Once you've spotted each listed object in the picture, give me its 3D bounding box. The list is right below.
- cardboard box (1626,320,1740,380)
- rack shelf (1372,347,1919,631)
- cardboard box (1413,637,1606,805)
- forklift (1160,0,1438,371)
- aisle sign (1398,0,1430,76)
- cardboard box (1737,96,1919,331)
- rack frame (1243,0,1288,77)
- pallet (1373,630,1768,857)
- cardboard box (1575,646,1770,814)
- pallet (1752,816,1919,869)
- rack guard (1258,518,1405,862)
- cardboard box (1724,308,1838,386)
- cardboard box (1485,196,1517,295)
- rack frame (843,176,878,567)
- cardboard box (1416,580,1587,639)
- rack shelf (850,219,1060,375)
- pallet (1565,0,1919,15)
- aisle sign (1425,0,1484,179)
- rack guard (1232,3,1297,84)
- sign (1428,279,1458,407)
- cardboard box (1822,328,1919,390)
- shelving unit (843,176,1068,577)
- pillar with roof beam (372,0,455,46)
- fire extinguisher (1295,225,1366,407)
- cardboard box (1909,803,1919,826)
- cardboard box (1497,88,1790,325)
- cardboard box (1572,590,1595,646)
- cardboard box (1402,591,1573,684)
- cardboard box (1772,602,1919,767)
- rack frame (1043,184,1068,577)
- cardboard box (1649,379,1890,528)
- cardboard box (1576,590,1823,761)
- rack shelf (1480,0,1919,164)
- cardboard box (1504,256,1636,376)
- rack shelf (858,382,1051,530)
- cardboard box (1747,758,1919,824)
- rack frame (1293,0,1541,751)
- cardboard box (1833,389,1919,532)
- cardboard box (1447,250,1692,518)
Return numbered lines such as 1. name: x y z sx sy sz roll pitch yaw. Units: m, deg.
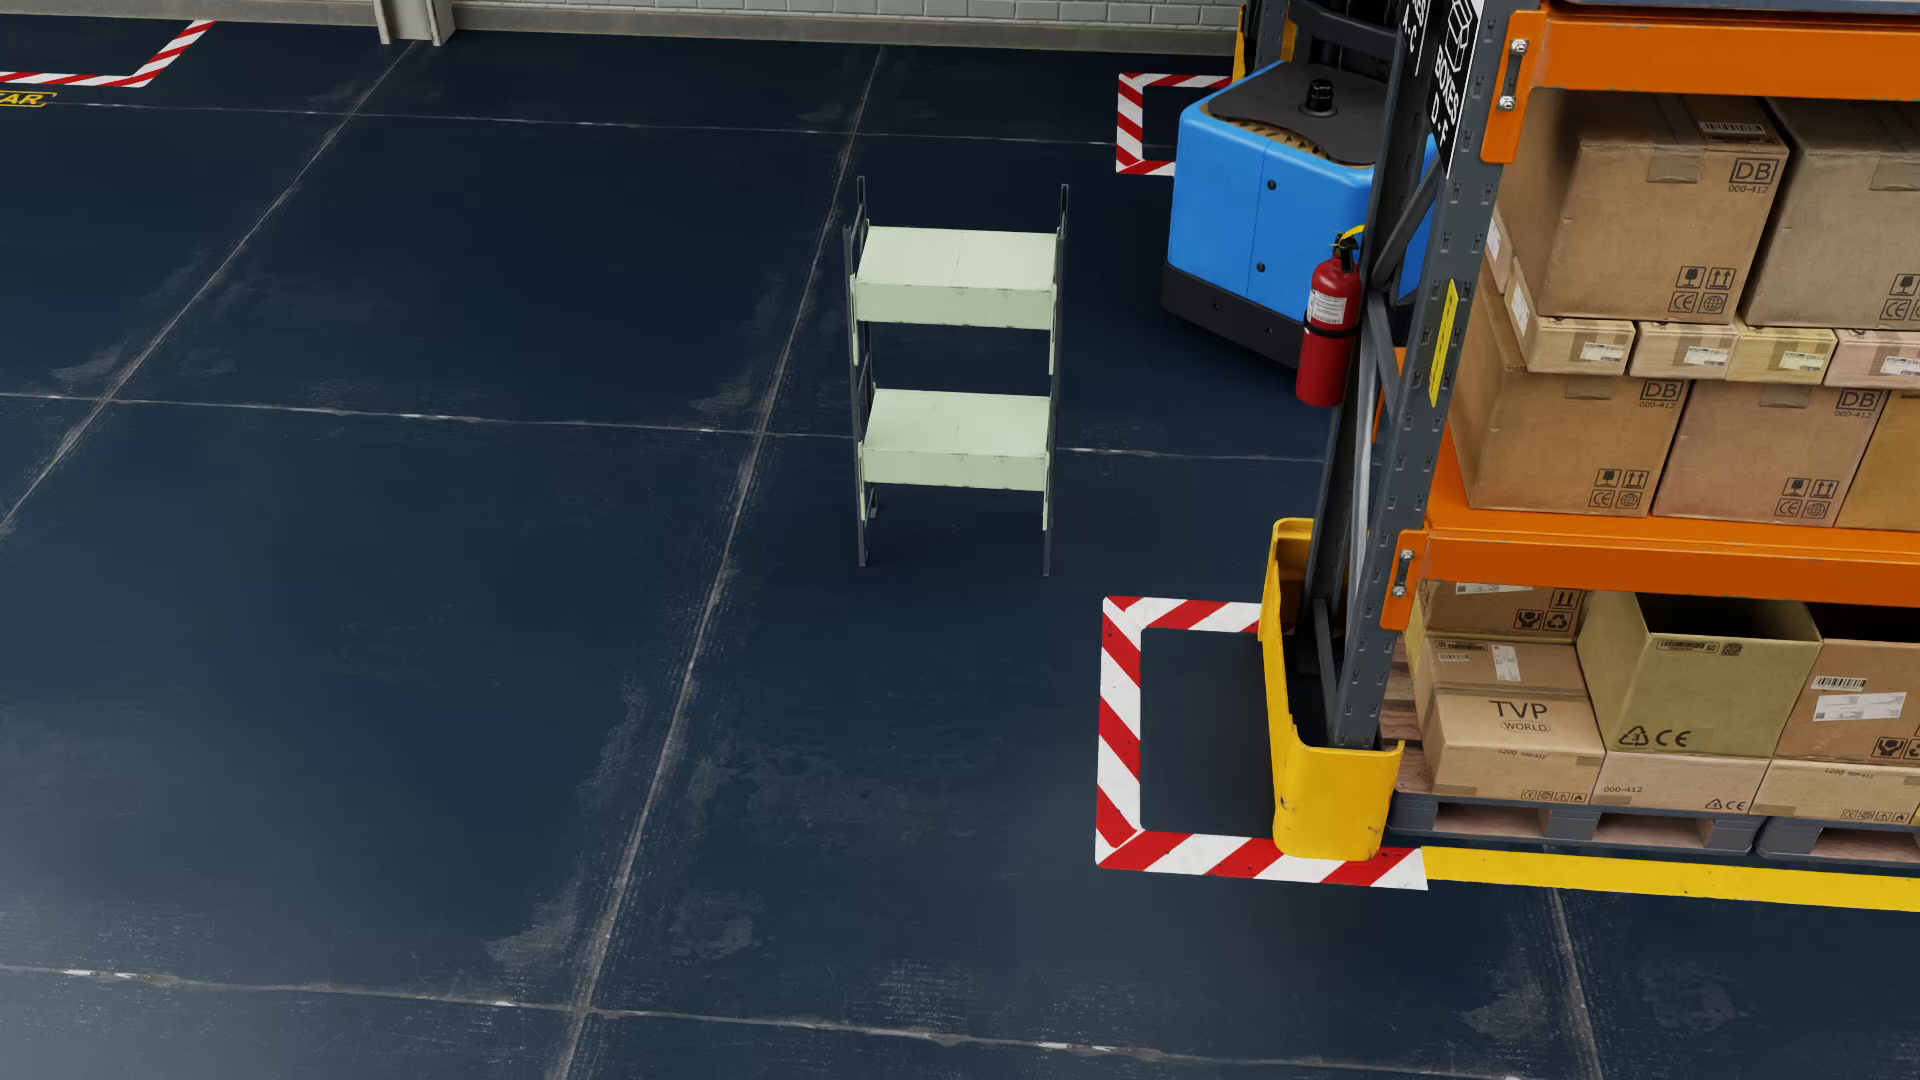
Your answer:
1. cardboard box: 1.919 -0.602 4.521 0.250 0.149 0.380 2 39 3
2. rack shelf: 3.276 -0.093 5.059 4.000 0.370 1.077 3 39 4
3. cardboard box: 1.799 0.591 5.493 0.500 0.250 0.500 3 39 4
4. forklift: 2.350 -2.685 7.727 1.130 2.935 3.031 31 48 32
5. aisle sign: 1.244 -1.678 4.376 0.004 0.787 0.394 3 39 4
6. cardboard box: 2.325 -0.962 4.449 0.500 0.500 0.700 2 39 3
7. rack frame: 1.707 -3.597 8.793 0.127 3.000 1.000 3 39 4
8. pallet: 2.049 0.615 5.827 1.213 0.211 1.003 3 39 4
9. cardboard box: 2.297 0.616 5.462 0.500 0.250 0.500 3 39 4
10. pallet: 3.261 0.683 5.743 1.213 0.211 1.003 3 39 4
11. rack guard: 1.260 0.487 5.756 0.348 0.500 1.175 3 39 4
12. cardboard box: 2.168 -0.588 4.503 0.250 0.149 0.380 3 39 4
13. cardboard box: 1.681 -0.871 4.851 0.250 0.149 0.380 3 39 3
14. rack frame: -0.371 -0.602 6.301 0.023 1.500 0.400 3 39 4
15. cardboard box: 1.844 -0.027 5.658 0.500 0.500 0.500 3 39 4
16. rack shelf: -0.007 -0.885 6.031 0.720 0.370 0.431 3 39 4
17. pallet: 1.986 -1.556 3.979 1.213 0.211 1.003 3 39 4
18. aisle sign: 1.192 -1.301 3.912 0.004 0.787 0.394 3 39 4
19. rack guard: 1.783 -2.624 9.577 0.348 0.500 1.175 3 39 4
20. sign: 1.230 -0.499 4.239 0.005 0.325 0.100 3 39 4
21. cardboard box: 2.419 -0.573 4.484 0.250 0.149 0.380 3 39 3
22. shelving unit: -0.007 -0.582 6.277 0.755 1.500 0.431 3 39 4
23. pillar with roof beam: -3.870 -4.049 4.596 0.400 9.000 9.100 3 39 4
24. fire extinguisher: 1.206 -0.750 5.357 0.183 0.674 0.296 3 39 4
25. cardboard box: 3.293 0.674 5.391 0.500 0.250 0.500 3 39 4
26. cardboard box: 1.800 -0.987 4.480 0.500 0.500 0.700 3 39 4
27. cardboard box: 2.343 0.285 5.869 0.500 0.250 0.500 3 39 4
28. cardboard box: 1.843 0.265 5.893 0.500 0.250 0.500 3 39 4
29. cardboard box: 2.796 0.346 5.201 0.500 0.500 0.500 3 39 4
30. rack frame: 0.358 -0.562 6.252 0.023 1.500 0.400 3 39 4
31. cardboard box: 2.271 -0.461 4.861 0.500 0.500 0.700 4 39 5
32. cardboard box: 2.297 0.326 5.224 0.500 0.500 0.500 3 39 4
33. rack shelf: 3.276 -1.257 4.112 4.000 0.370 1.077 3 39 4
34. cardboard box: 1.656 -0.615 4.536 0.250 0.149 0.380 3 39 4
35. rack shelf: -0.007 -0.329 6.483 0.720 0.370 0.431 3 39 4
36. cardboard box: 2.795 0.644 5.429 0.500 0.250 0.500 3 39 4
37. rack frame: 1.284 -0.481 4.965 0.127 3.000 1.000 3 39 4
38. cardboard box: 2.765 -0.430 4.823 0.500 0.500 0.700 3 39 4
39. cardboard box: 1.748 -0.487 4.893 0.500 0.500 0.700 3 39 4
